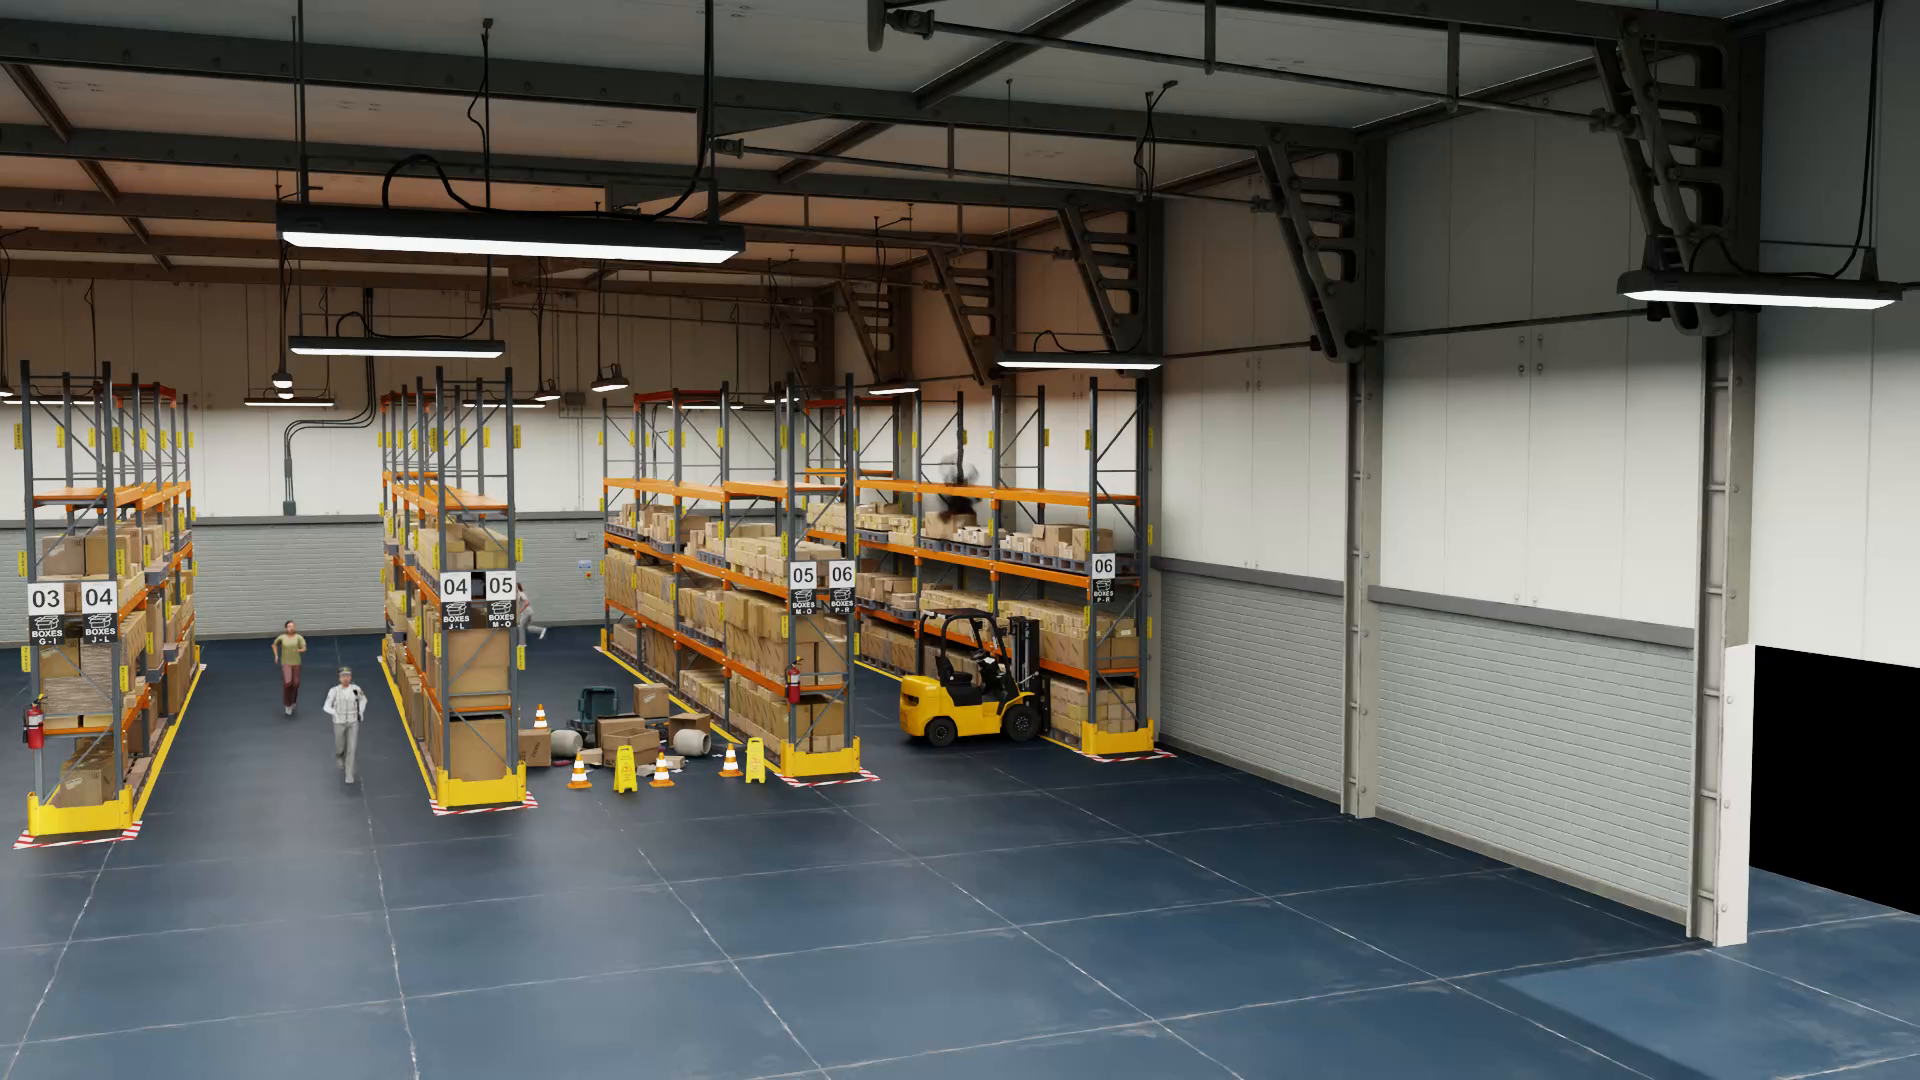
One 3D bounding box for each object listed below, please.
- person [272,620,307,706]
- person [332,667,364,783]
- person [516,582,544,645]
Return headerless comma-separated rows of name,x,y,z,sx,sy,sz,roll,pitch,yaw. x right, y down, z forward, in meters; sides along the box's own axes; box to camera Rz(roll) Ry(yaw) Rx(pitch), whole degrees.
person,-12.293,2.256,30.551,0.543,1.569,0.700,-2,4,-33
person,-8.994,2.685,24.420,0.445,1.663,0.890,-2,4,-27
person,-10.417,1.771,40.108,0.760,1.528,0.561,-2,4,-31
